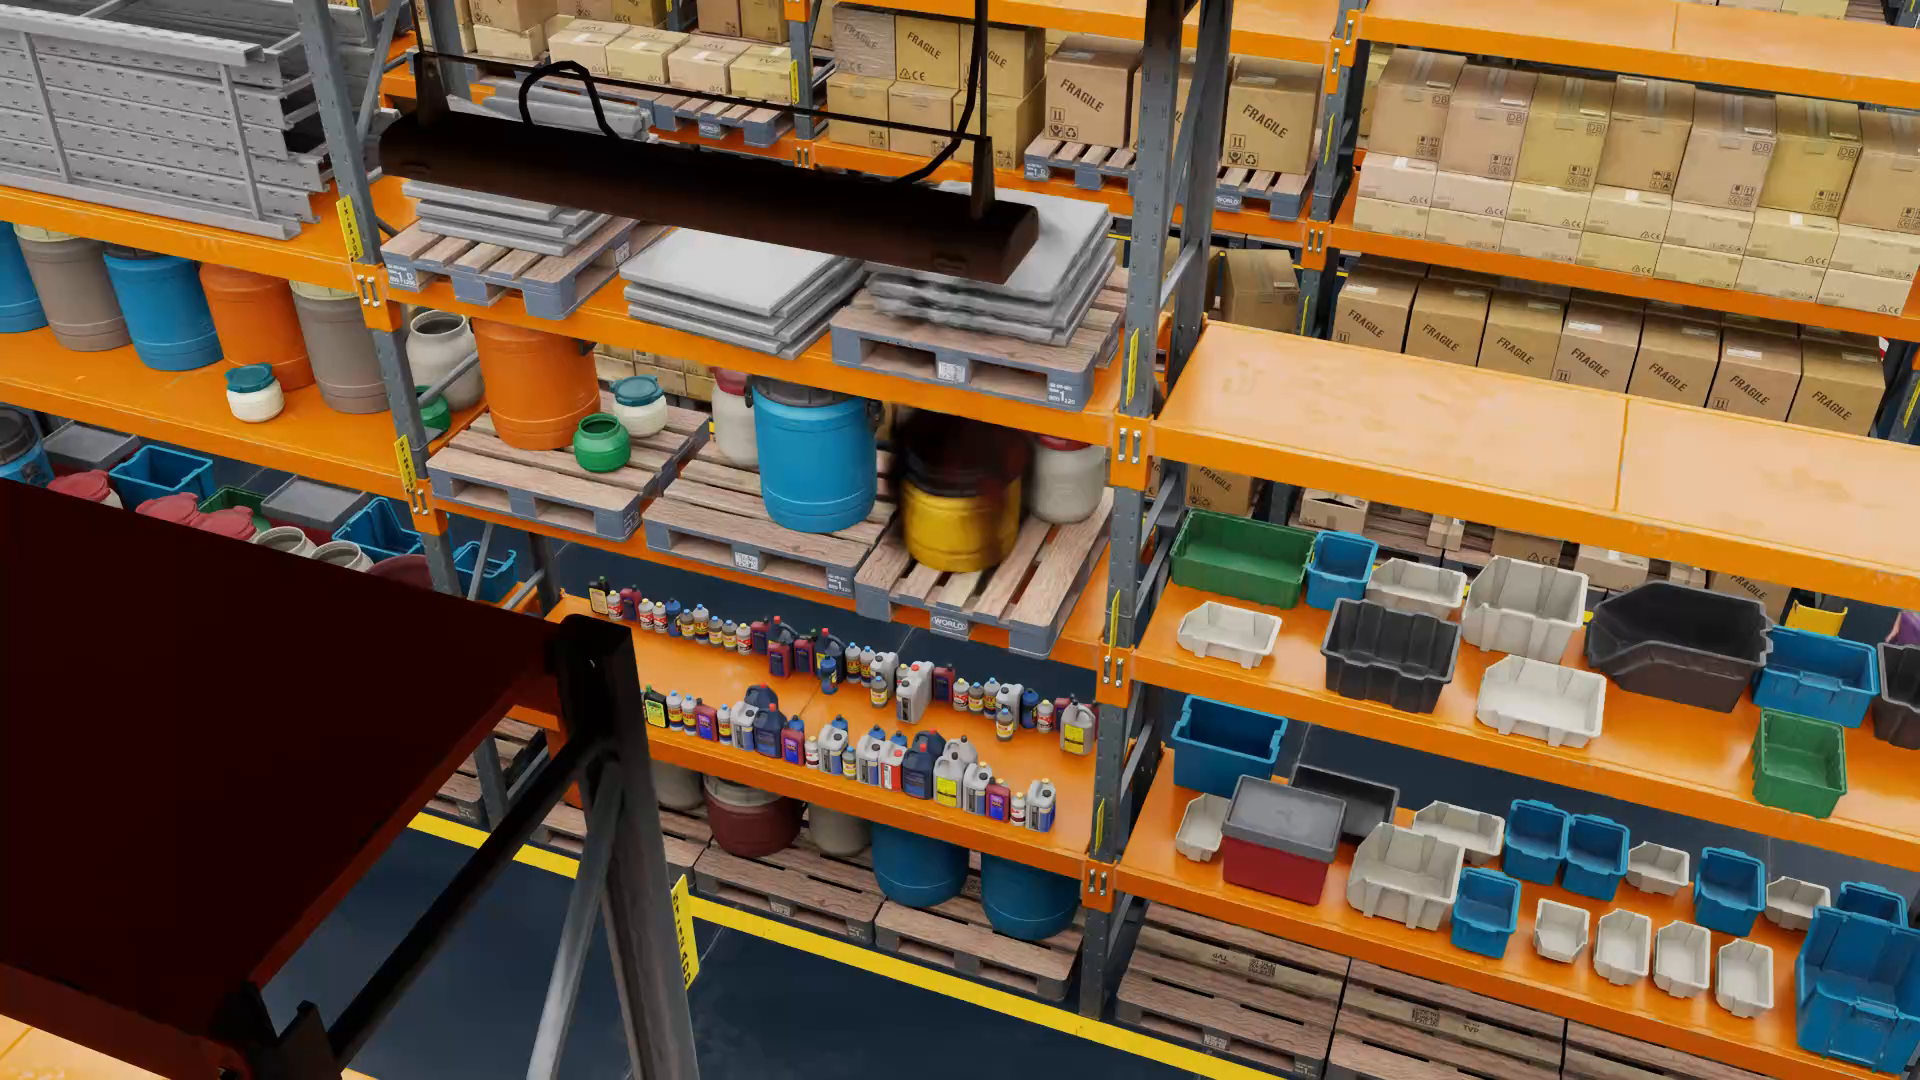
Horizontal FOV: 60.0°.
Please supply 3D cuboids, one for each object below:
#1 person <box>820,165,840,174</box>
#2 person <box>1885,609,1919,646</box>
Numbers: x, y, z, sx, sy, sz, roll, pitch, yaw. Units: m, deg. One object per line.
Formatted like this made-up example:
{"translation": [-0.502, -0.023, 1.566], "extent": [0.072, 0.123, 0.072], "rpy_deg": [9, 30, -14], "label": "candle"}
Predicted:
{"translation": [-1.063, -2.738, 15.704], "extent": [0.651, 1.716, 0.631], "rpy_deg": [-7, 37, -9], "label": "person"}
{"translation": [6.366, 0.801, 11.033], "extent": [0.733, 1.544, 0.576], "rpy_deg": [-6, 37, -9], "label": "person"}
